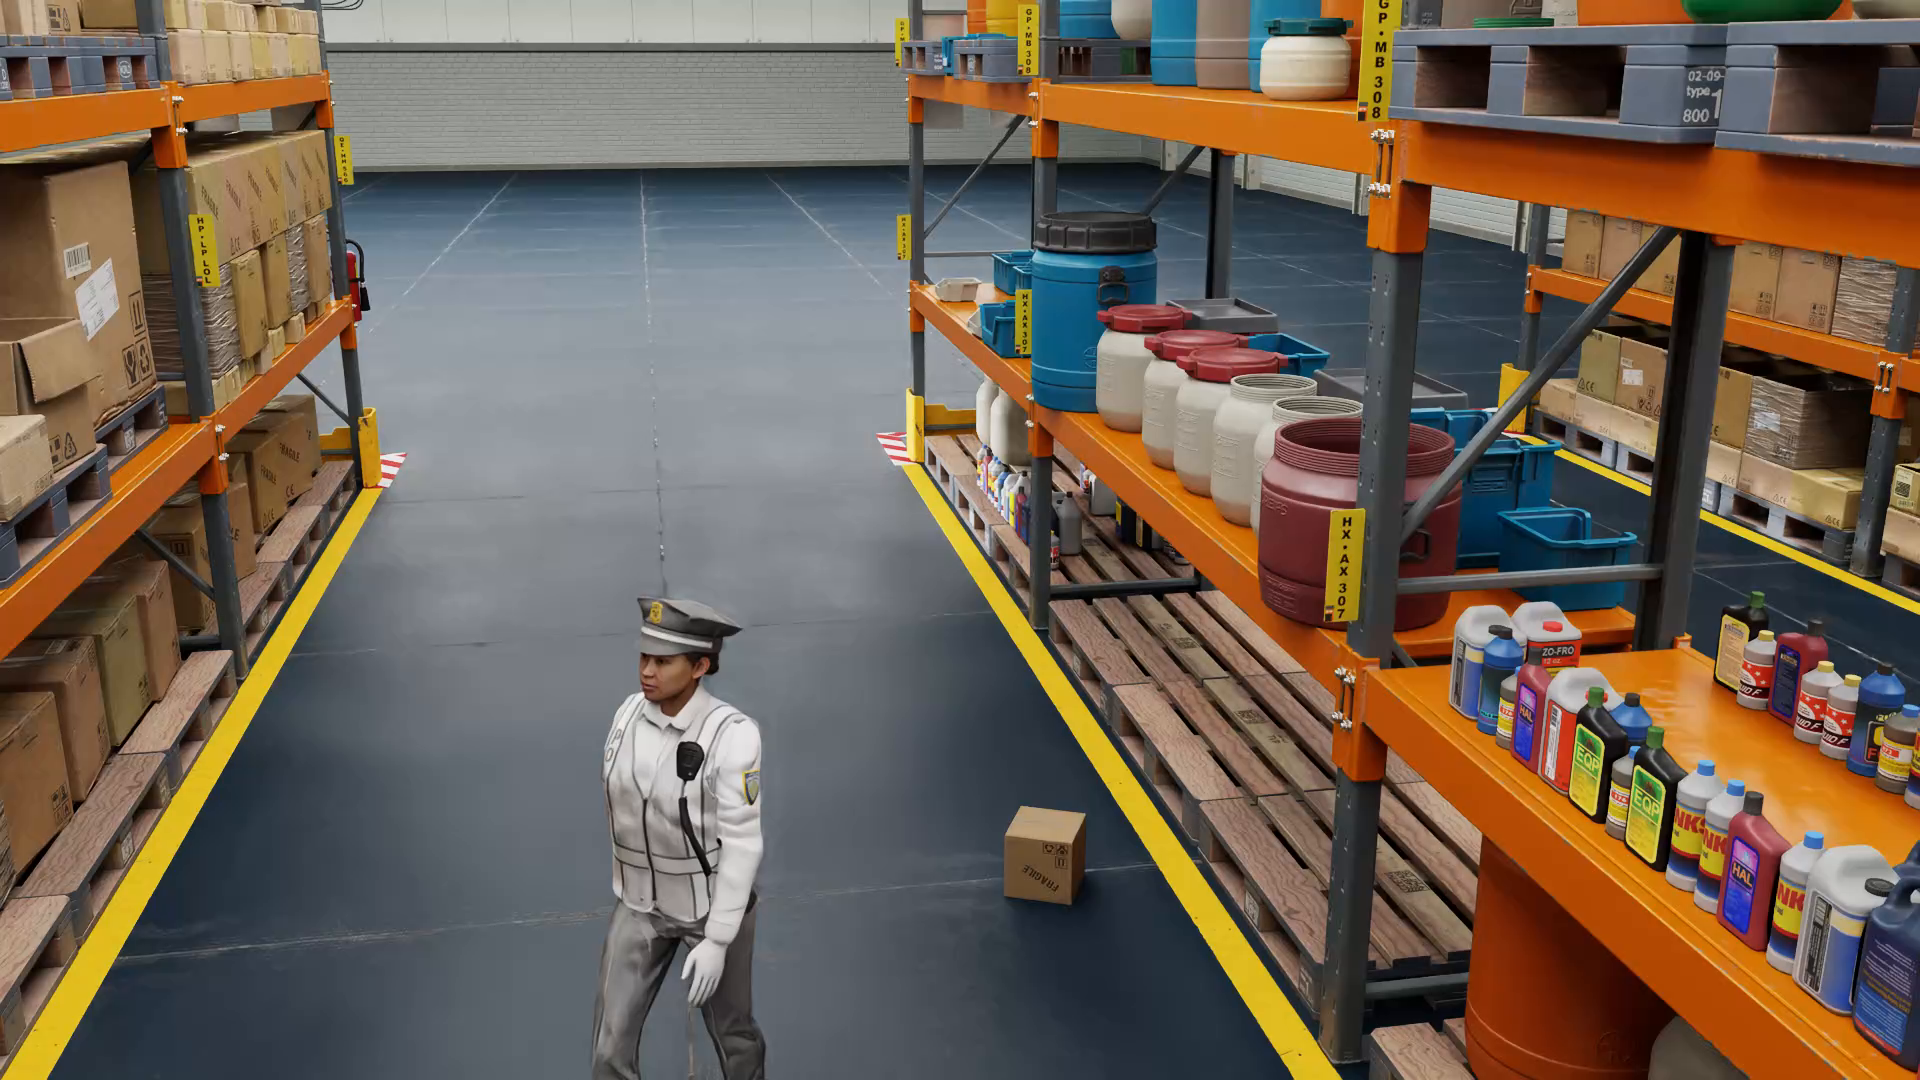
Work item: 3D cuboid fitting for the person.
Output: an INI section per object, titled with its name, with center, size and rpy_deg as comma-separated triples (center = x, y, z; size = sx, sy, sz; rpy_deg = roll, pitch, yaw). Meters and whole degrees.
[person]
center = -0.729, 0.978, 4.204
size = 0.486, 1.721, 0.736
rpy_deg = 7, 18, 22
